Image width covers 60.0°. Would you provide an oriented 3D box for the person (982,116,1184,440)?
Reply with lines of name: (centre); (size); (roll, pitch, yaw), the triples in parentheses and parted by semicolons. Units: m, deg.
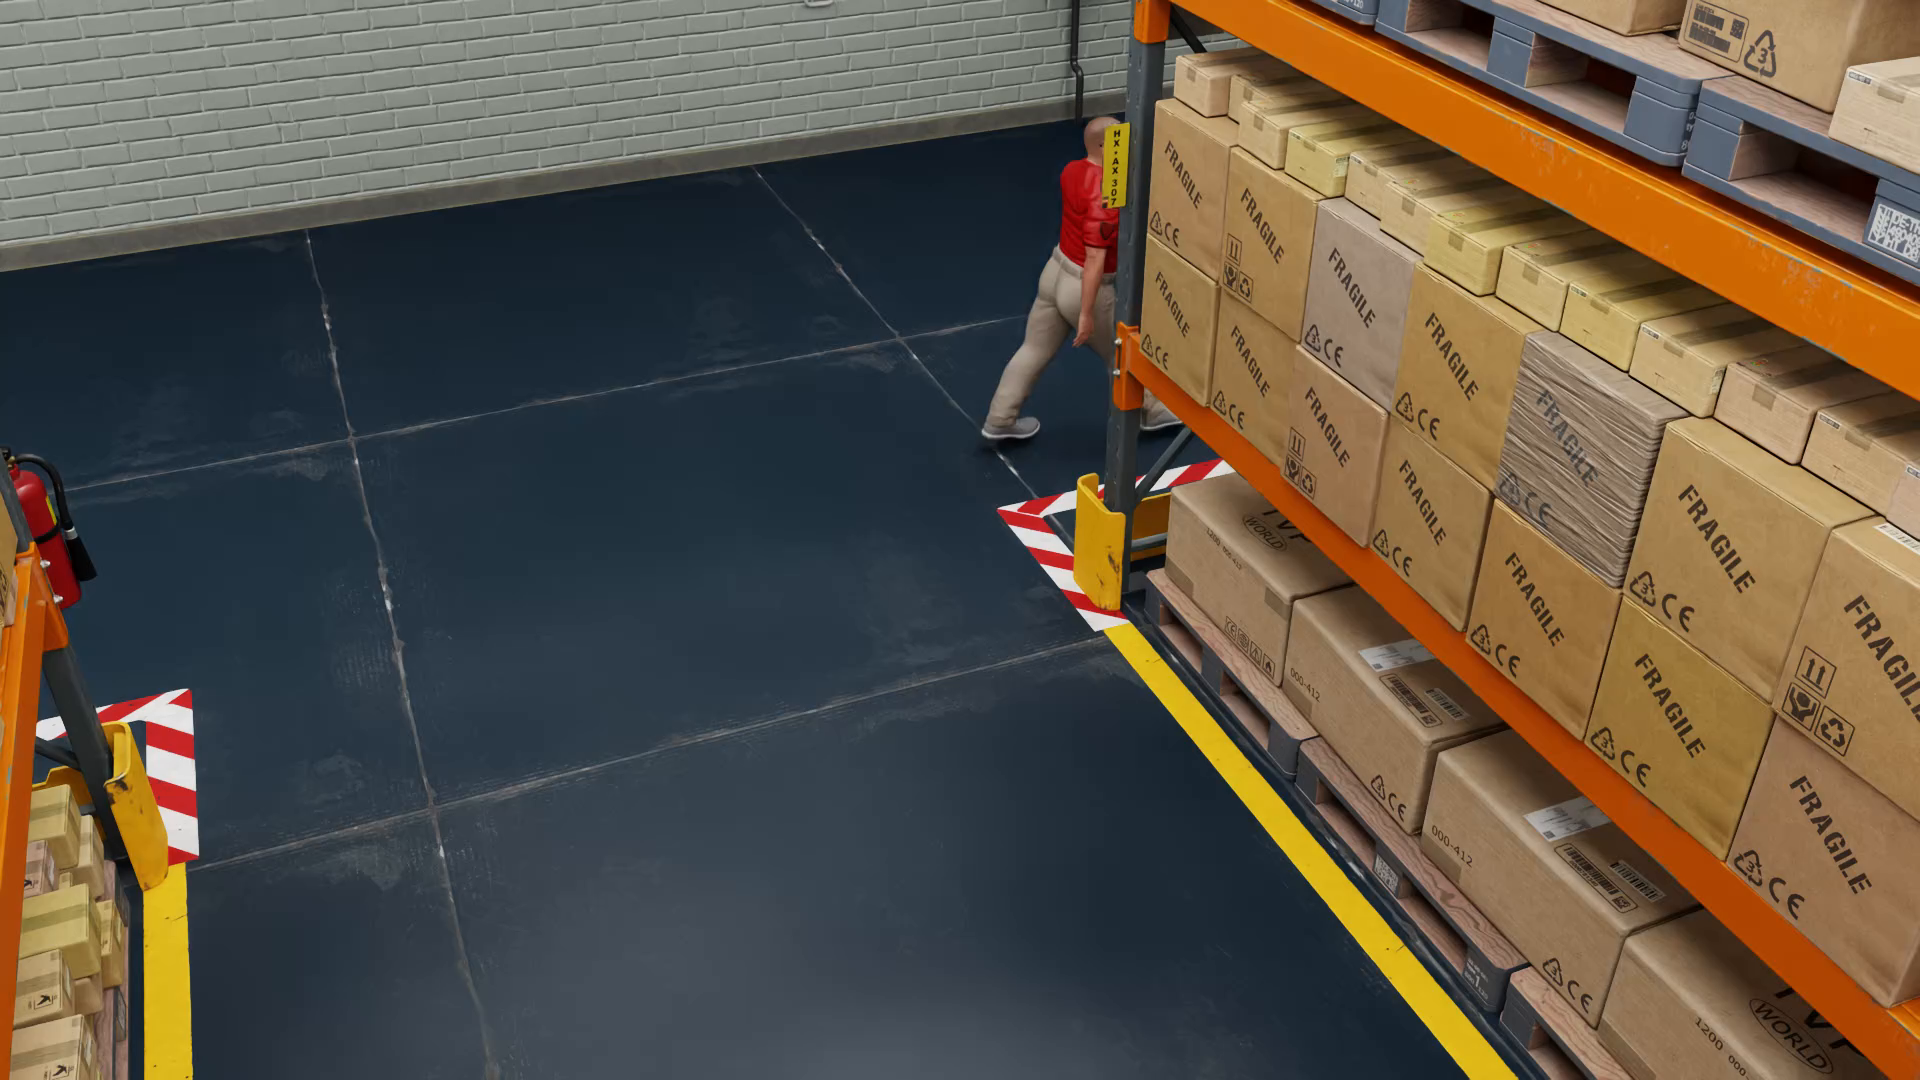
person: (0.665, -1.245, 8.037); (1.118, 1.647, 0.606); (-13, 36, -20)
